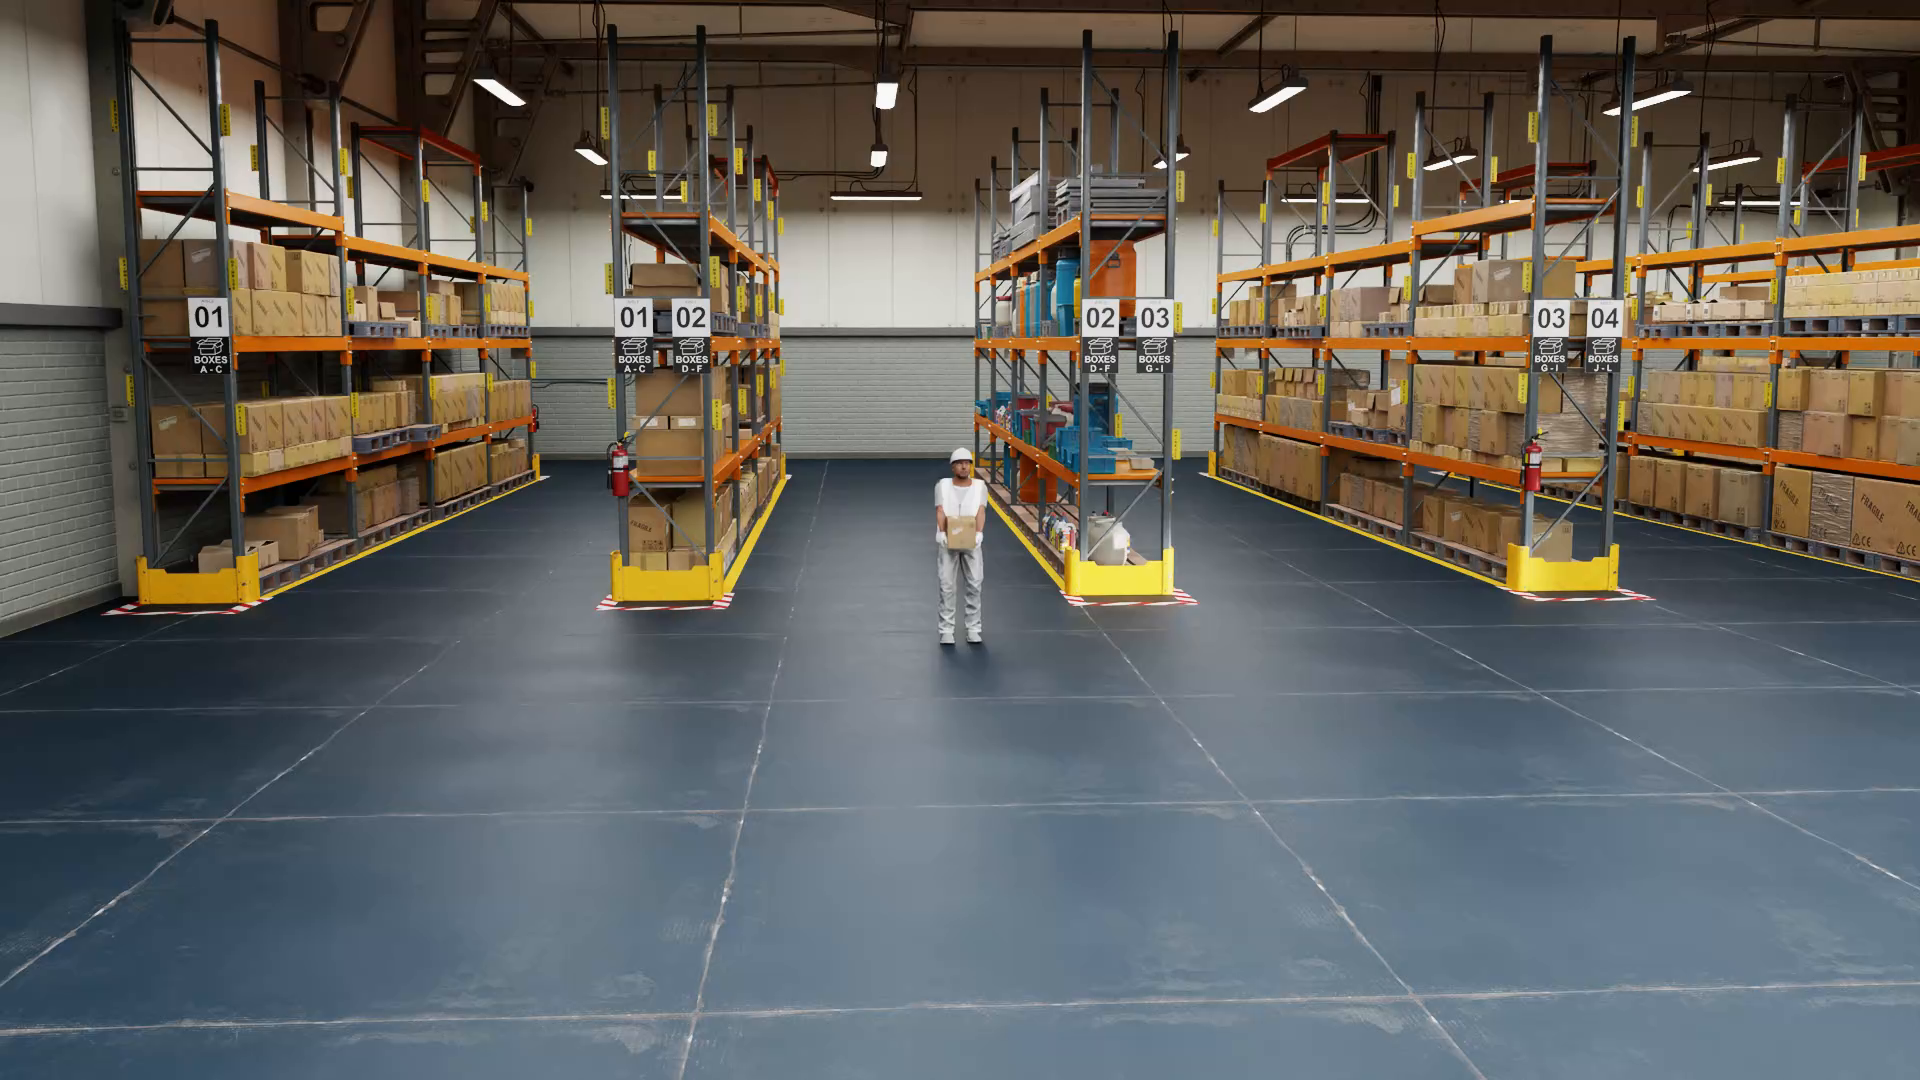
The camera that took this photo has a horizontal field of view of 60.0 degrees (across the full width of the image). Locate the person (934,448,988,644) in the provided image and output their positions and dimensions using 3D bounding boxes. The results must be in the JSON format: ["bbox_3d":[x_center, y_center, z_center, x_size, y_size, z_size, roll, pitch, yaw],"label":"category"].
[{"bbox_3d":[0.015,0.059,15.169,0.488,1.779,0.569,0,7,-3],"label":"person"}]
